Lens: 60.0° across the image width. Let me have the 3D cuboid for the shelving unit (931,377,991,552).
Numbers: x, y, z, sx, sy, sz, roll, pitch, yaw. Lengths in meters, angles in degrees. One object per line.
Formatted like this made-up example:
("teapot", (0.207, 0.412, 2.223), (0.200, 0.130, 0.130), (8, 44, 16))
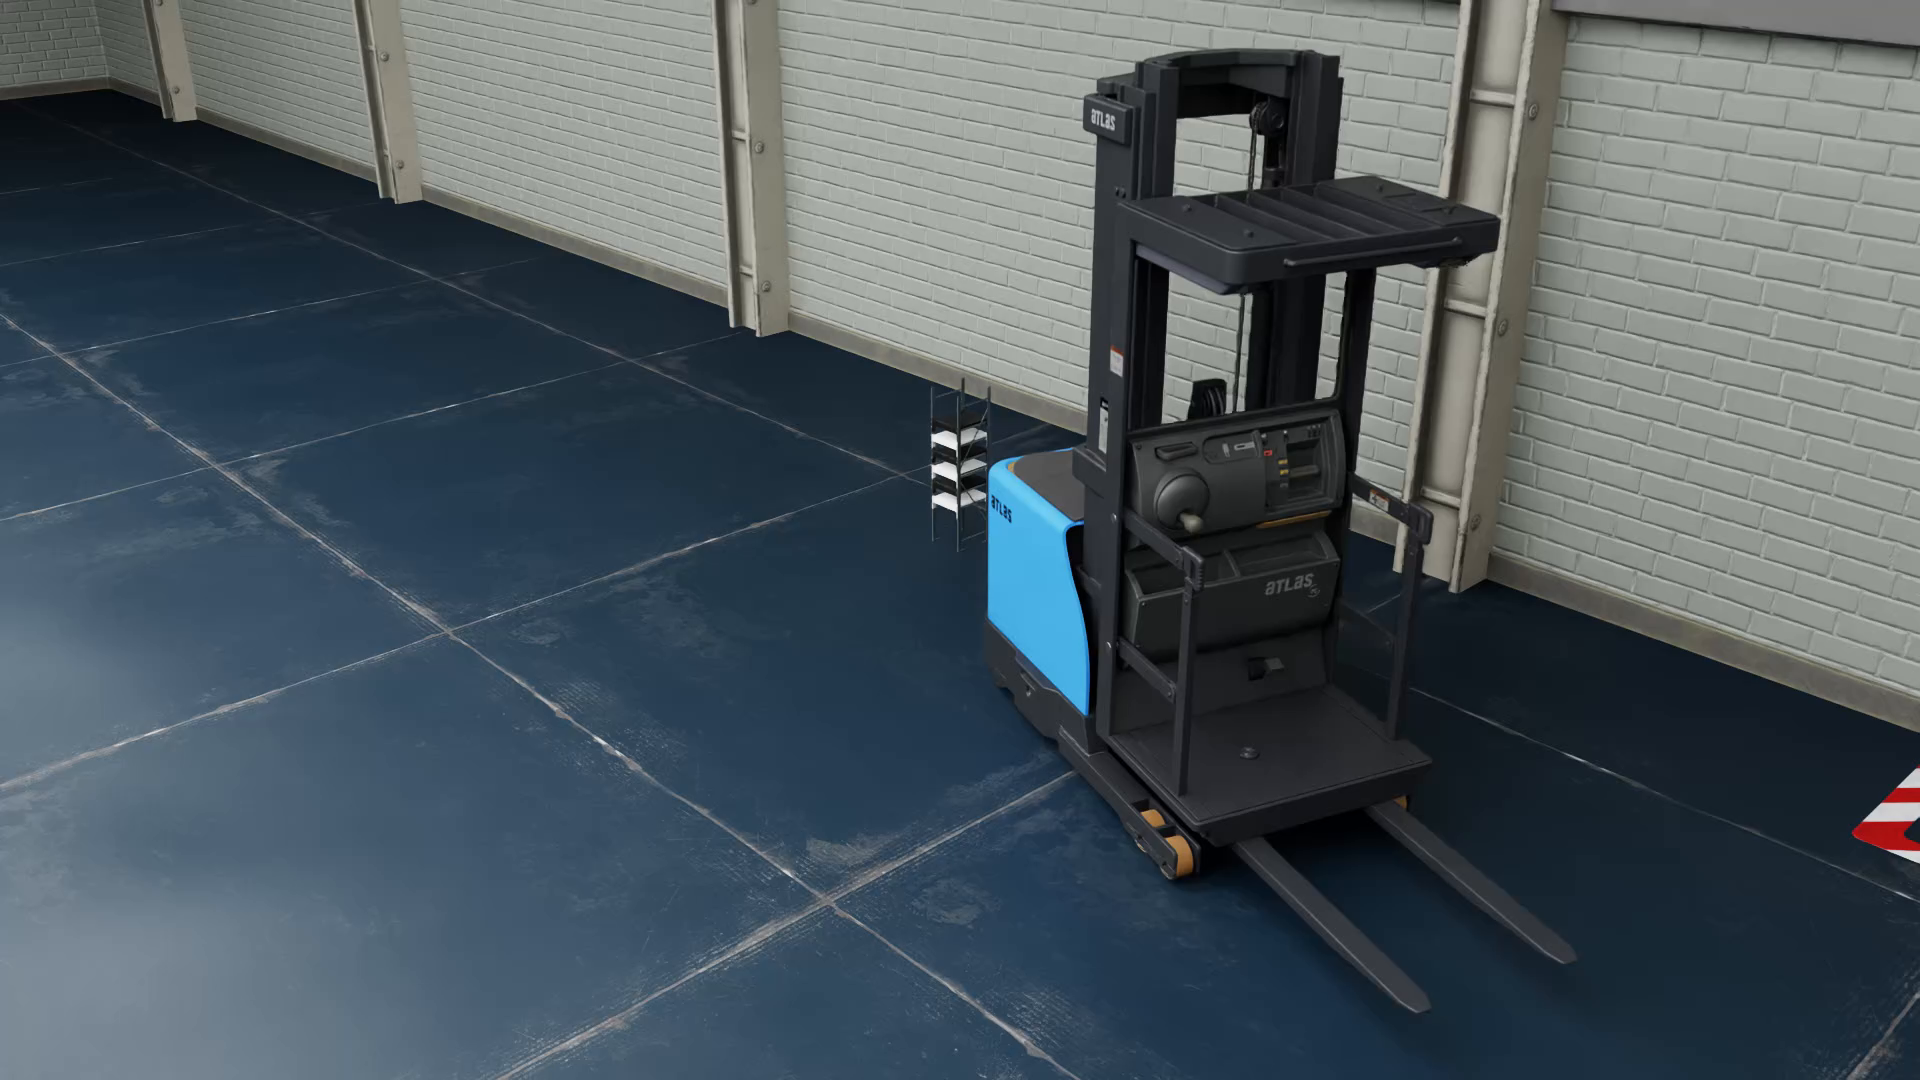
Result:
("shelving unit", (0.006, -0.407, 9.058), (0.258, 0.900, 0.210), (-21, 32, -38))

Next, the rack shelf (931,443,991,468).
("rack shelf", (0.006, -0.459, 9.034), (0.258, 0.077, 0.200), (-21, 32, -38))

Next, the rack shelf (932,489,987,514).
("rack shelf", (0.006, -0.213, 9.146), (0.258, 0.077, 0.200), (-21, 32, -38))

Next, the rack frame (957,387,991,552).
("rack frame", (0.075, -0.376, 8.990), (0.240, 0.900, 0.006), (-21, 32, -38))

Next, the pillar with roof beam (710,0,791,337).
("pillar with roof beam", (-4.683, -4.514, 8.303), (9.100, 9.000, 0.400), (-21, 32, -38))

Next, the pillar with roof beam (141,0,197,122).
("pillar with roof beam", (-12.885, -8.150, 16.272), (9.100, 9.000, 0.400), (-21, 32, -38))

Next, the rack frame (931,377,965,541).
("rack frame", (-0.064, -0.438, 9.125), (0.240, 0.900, 0.006), (-21, 32, -38))

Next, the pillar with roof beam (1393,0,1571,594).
("pillar with roof beam", (-0.582, -2.696, 4.318), (9.100, 9.000, 0.400), (-21, 32, -38))

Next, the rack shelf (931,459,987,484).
("rack shelf", (0.006, -0.377, 9.072), (0.258, 0.077, 0.200), (-21, 32, -38))

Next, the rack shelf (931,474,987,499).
("rack shelf", (0.006, -0.295, 9.109), (0.258, 0.077, 0.200), (-21, 32, -38))

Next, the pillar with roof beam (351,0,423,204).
("pillar with roof beam", (-8.784, -6.332, 12.287), (9.100, 9.000, 0.400), (-21, 32, -38))

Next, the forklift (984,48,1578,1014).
("forklift", (1.170, -0.233, 6.230), (1.130, 2.935, 3.031), (-10, 27, -22))

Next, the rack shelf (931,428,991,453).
("rack shelf", (0.006, -0.540, 8.997), (0.258, 0.077, 0.200), (-21, 32, -38))

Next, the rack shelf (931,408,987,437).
("rack shelf", (0.006, -0.622, 8.960), (0.258, 0.077, 0.200), (-21, 32, -38))
